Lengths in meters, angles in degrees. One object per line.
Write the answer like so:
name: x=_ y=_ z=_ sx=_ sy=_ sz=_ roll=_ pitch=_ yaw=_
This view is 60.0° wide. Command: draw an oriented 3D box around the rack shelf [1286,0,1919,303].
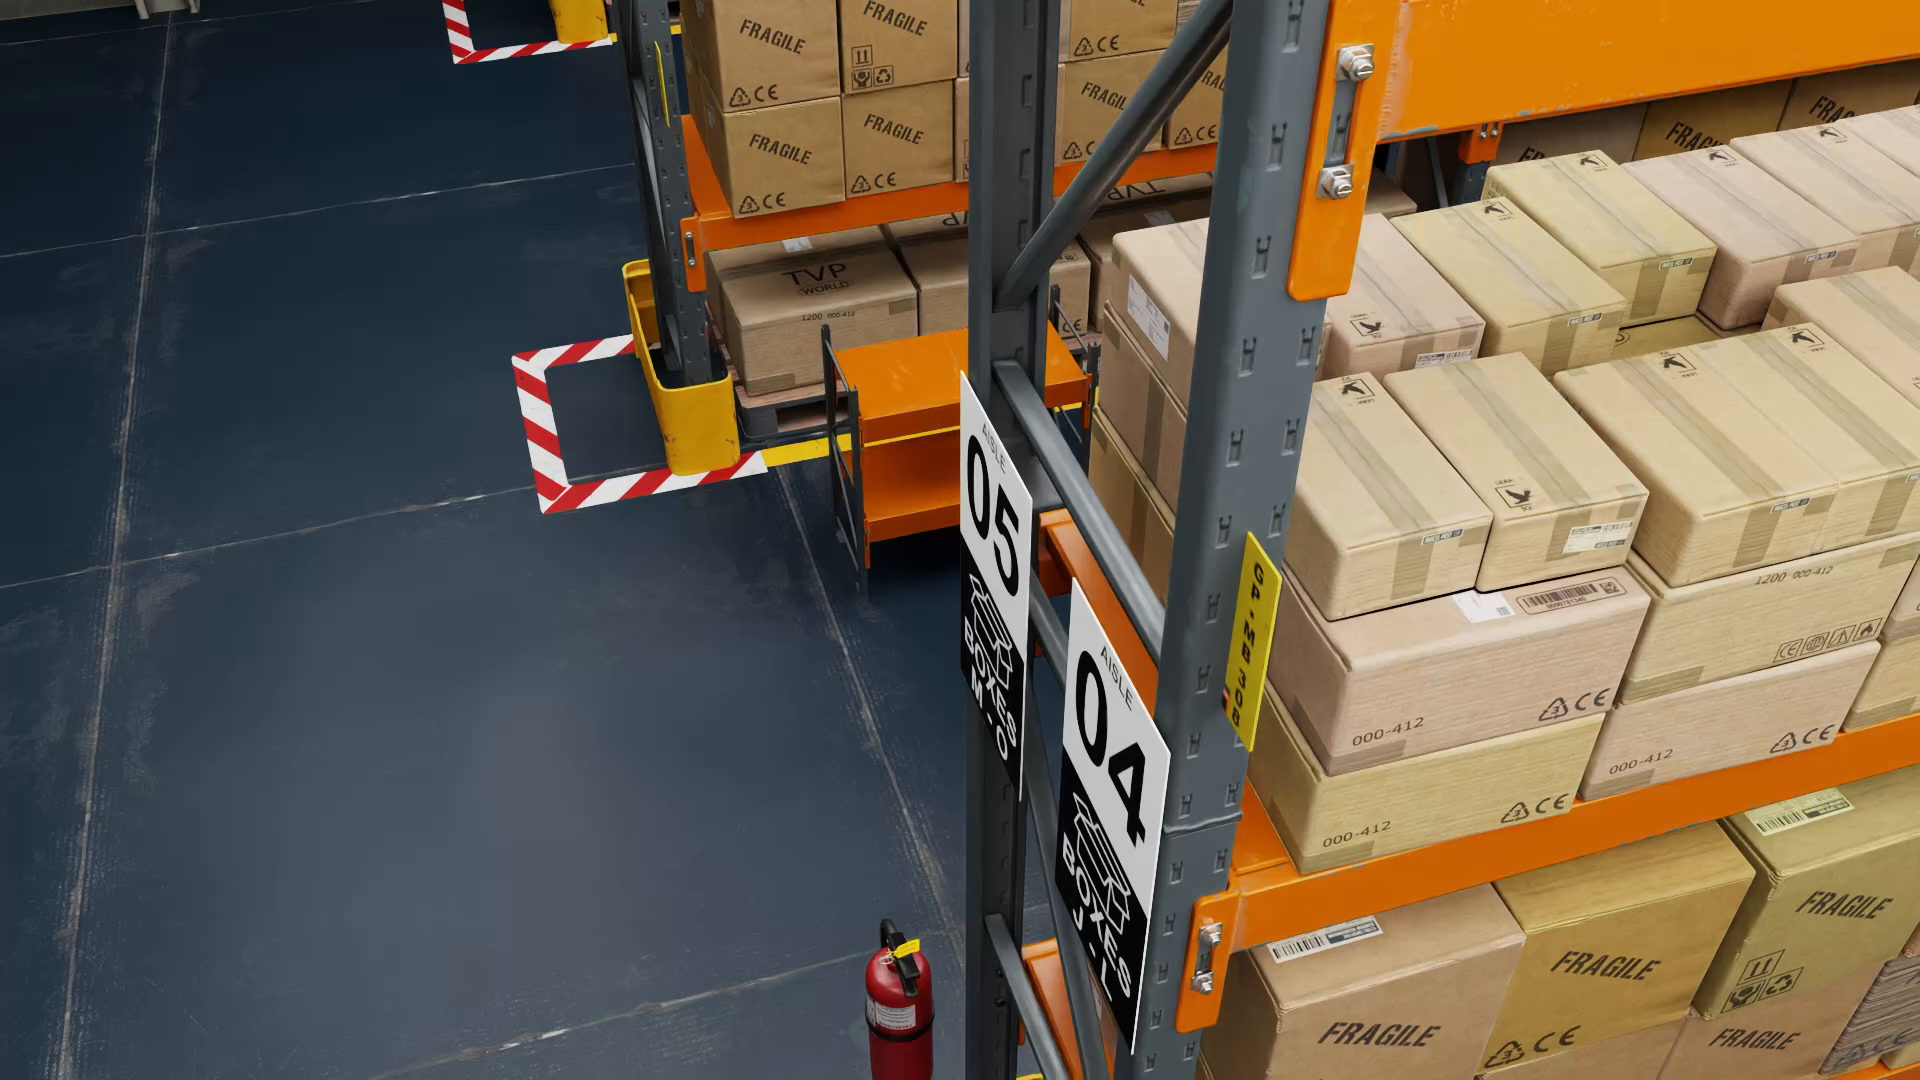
rack shelf: x=2.129 y=-1.125 z=2.597 sx=4.000 sy=0.370 sz=1.077 roll=-12 pitch=42 yaw=-13

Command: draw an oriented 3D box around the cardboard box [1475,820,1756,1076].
cardboard box: x=1.209 y=0.705 z=3.451 sx=0.500 sy=0.500 sz=0.500 roll=-11 pitch=42 yaw=-12

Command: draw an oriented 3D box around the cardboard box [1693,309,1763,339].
cardboard box: x=1.561 y=-0.456 z=3.296 sx=0.500 sy=0.250 sz=0.500 roll=-11 pitch=42 yaw=-12

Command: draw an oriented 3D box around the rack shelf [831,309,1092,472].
rack shelf: x=-0.006 y=-0.643 z=7.035 sx=1.000 sy=0.278 sz=0.538 roll=-12 pitch=42 yaw=-13

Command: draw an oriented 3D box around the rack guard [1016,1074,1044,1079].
rack guard: x=0.294 y=2.184 z=4.720 sx=0.348 sy=0.500 sz=1.175 roll=-12 pitch=42 yaw=-13

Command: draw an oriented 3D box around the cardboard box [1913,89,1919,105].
cardboard box: x=5.585 y=-2.684 z=9.687 sx=0.875 sy=0.875 sz=0.875 roll=-12 pitch=43 yaw=-13

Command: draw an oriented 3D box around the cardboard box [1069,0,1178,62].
cardboard box: x=0.637 y=-2.472 z=7.313 sx=0.500 sy=0.500 sz=0.500 roll=-12 pitch=42 yaw=-13

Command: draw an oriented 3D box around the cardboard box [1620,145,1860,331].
cardboard box: x=1.439 y=-0.575 z=3.129 sx=0.250 sy=0.149 sz=0.380 roll=-13 pitch=43 yaw=-14

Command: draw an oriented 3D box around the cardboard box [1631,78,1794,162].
cardboard box: x=3.880 y=-2.334 z=9.287 sx=0.875 sy=0.875 sz=0.875 roll=-11 pitch=42 yaw=-12

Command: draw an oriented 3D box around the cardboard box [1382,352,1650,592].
cardboard box: x=0.848 y=-0.115 z=2.602 sx=0.250 sy=0.149 sz=0.380 roll=-10 pitch=42 yaw=-11

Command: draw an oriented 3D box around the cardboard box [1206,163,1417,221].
cardboard box: x=1.823 y=-1.756 z=8.958 sx=0.875 sy=0.438 sz=0.875 roll=-12 pitch=43 yaw=-14

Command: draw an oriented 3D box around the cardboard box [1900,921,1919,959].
cardboard box: x=2.197 y=0.513 z=3.670 sx=0.500 sy=0.500 sz=0.500 roll=-13 pitch=43 yaw=-14

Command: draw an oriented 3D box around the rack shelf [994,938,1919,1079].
rack shelf: x=2.129 y=1.133 z=4.570 sx=4.000 sy=0.370 sz=1.077 roll=-12 pitch=42 yaw=-13

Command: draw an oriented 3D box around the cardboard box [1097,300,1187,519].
cardboard box: x=0.585 y=-0.255 z=3.066 sx=0.500 sy=0.250 sz=0.500 roll=-13 pitch=43 yaw=-14

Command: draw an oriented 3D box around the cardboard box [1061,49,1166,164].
cardboard box: x=0.620 y=-2.098 z=7.645 sx=0.500 sy=0.500 sz=0.500 roll=-10 pitch=42 yaw=-12

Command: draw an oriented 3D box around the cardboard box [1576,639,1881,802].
cardboard box: x=1.230 y=0.154 z=2.977 sx=0.500 sy=0.250 sz=0.500 roll=-10 pitch=42 yaw=-12

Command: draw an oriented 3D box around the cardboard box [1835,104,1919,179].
cardboard box: x=1.925 y=-0.695 z=3.266 sx=0.250 sy=0.149 sz=0.380 roll=-13 pitch=43 yaw=-14

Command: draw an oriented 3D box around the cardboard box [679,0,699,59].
cardboard box: x=-0.973 y=-2.488 z=7.332 sx=0.500 sy=0.500 sz=0.500 roll=-10 pitch=42 yaw=-12

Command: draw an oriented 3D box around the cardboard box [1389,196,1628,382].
cardboard box: x=0.960 y=-0.443 z=2.978 sx=0.250 sy=0.149 sz=0.380 roll=-13 pitch=43 yaw=-14

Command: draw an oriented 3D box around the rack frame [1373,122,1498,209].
rack frame: x=2.454 y=-2.620 z=8.318 sx=0.127 sy=3.000 sz=1.000 roll=-12 pitch=42 yaw=-13

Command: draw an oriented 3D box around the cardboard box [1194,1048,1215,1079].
cardboard box: x=0.733 y=1.192 z=3.653 sx=0.500 sy=0.500 sz=0.500 roll=-10 pitch=42 yaw=-11

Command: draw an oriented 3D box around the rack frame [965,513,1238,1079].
rack frame: x=0.222 y=1.257 z=3.881 sx=0.127 sy=3.000 sz=1.000 roll=-12 pitch=42 yaw=-13

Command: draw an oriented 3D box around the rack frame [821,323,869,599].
rack frame: x=-0.491 y=-0.322 z=7.113 sx=0.032 sy=1.125 sz=0.500 roll=-12 pitch=42 yaw=-13

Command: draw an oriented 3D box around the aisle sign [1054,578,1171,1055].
aisle sign: x=0.242 y=0.481 z=2.793 sx=0.004 sy=0.787 sz=0.394 roll=-12 pitch=42 yaw=-13

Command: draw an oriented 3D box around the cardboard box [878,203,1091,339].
cardboard box: x=0.108 y=-1.402 z=8.552 sx=0.875 sy=0.438 sz=0.875 roll=-11 pitch=42 yaw=-12

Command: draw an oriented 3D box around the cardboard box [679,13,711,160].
cardboard box: x=-0.981 y=-2.128 z=7.680 sx=0.500 sy=0.500 sz=0.500 roll=-11 pitch=42 yaw=-13

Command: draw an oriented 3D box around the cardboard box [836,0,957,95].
cardboard box: x=-0.327 y=-2.266 z=7.077 sx=0.500 sy=0.500 sz=0.500 roll=-13 pitch=43 yaw=-14

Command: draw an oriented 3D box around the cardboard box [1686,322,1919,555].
cardboard box: x=1.360 y=-0.170 z=2.665 sx=0.250 sy=0.149 sz=0.380 roll=-11 pitch=42 yaw=-12

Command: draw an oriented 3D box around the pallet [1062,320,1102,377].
pallet: x=0.539 y=-1.225 z=8.841 sx=1.213 sy=0.211 sz=1.003 roll=-12 pitch=42 yaw=-13

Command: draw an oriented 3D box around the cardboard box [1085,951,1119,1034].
cardboard box: x=0.573 y=0.857 z=4.036 sx=0.500 sy=0.500 sz=0.500 roll=-11 pitch=42 yaw=-12

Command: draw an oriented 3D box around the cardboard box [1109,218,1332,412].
cardboard box: x=0.451 y=-0.404 z=2.934 sx=0.250 sy=0.149 sz=0.380 roll=-12 pitch=43 yaw=-13

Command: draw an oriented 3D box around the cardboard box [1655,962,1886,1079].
cardboard box: x=1.707 y=0.982 z=3.894 sx=0.500 sy=0.500 sz=0.500 roll=-11 pitch=42 yaw=-12

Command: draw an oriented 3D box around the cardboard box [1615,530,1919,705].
cardboard box: x=1.216 y=-0.032 z=2.810 sx=0.500 sy=0.250 sz=0.500 roll=-12 pitch=43 yaw=-14

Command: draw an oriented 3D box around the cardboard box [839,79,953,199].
cardboard box: x=-0.343 y=-1.899 z=7.417 sx=0.500 sy=0.500 sz=0.500 roll=-12 pitch=43 yaw=-14

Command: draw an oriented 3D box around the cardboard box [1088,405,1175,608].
cardboard box: x=0.576 y=-0.072 z=3.236 sx=0.500 sy=0.250 sz=0.500 roll=-13 pitch=43 yaw=-14

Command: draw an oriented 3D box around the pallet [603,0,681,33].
pallet: x=-2.023 y=-4.066 z=12.094 sx=1.213 sy=0.211 sz=1.003 roll=-12 pitch=42 yaw=-13

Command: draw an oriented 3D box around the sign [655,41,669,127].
sign: x=-1.201 y=-1.836 z=6.703 sx=0.005 sy=0.325 sz=0.100 roll=-12 pitch=42 yaw=-13

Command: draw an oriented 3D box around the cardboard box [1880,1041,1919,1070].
cardboard box: x=2.365 y=1.119 z=4.230 sx=0.250 sy=0.149 sz=0.380 roll=-11 pitch=42 yaw=-12

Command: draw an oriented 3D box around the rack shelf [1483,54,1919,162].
rack shelf: x=4.361 y=-2.744 z=9.007 sx=4.000 sy=0.370 sz=1.077 roll=-12 pitch=42 yaw=-13

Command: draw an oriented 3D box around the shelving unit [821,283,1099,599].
shelving unit: x=-0.006 y=-0.422 z=7.228 sx=1.048 sy=1.125 sz=0.538 roll=-12 pitch=42 yaw=-13
